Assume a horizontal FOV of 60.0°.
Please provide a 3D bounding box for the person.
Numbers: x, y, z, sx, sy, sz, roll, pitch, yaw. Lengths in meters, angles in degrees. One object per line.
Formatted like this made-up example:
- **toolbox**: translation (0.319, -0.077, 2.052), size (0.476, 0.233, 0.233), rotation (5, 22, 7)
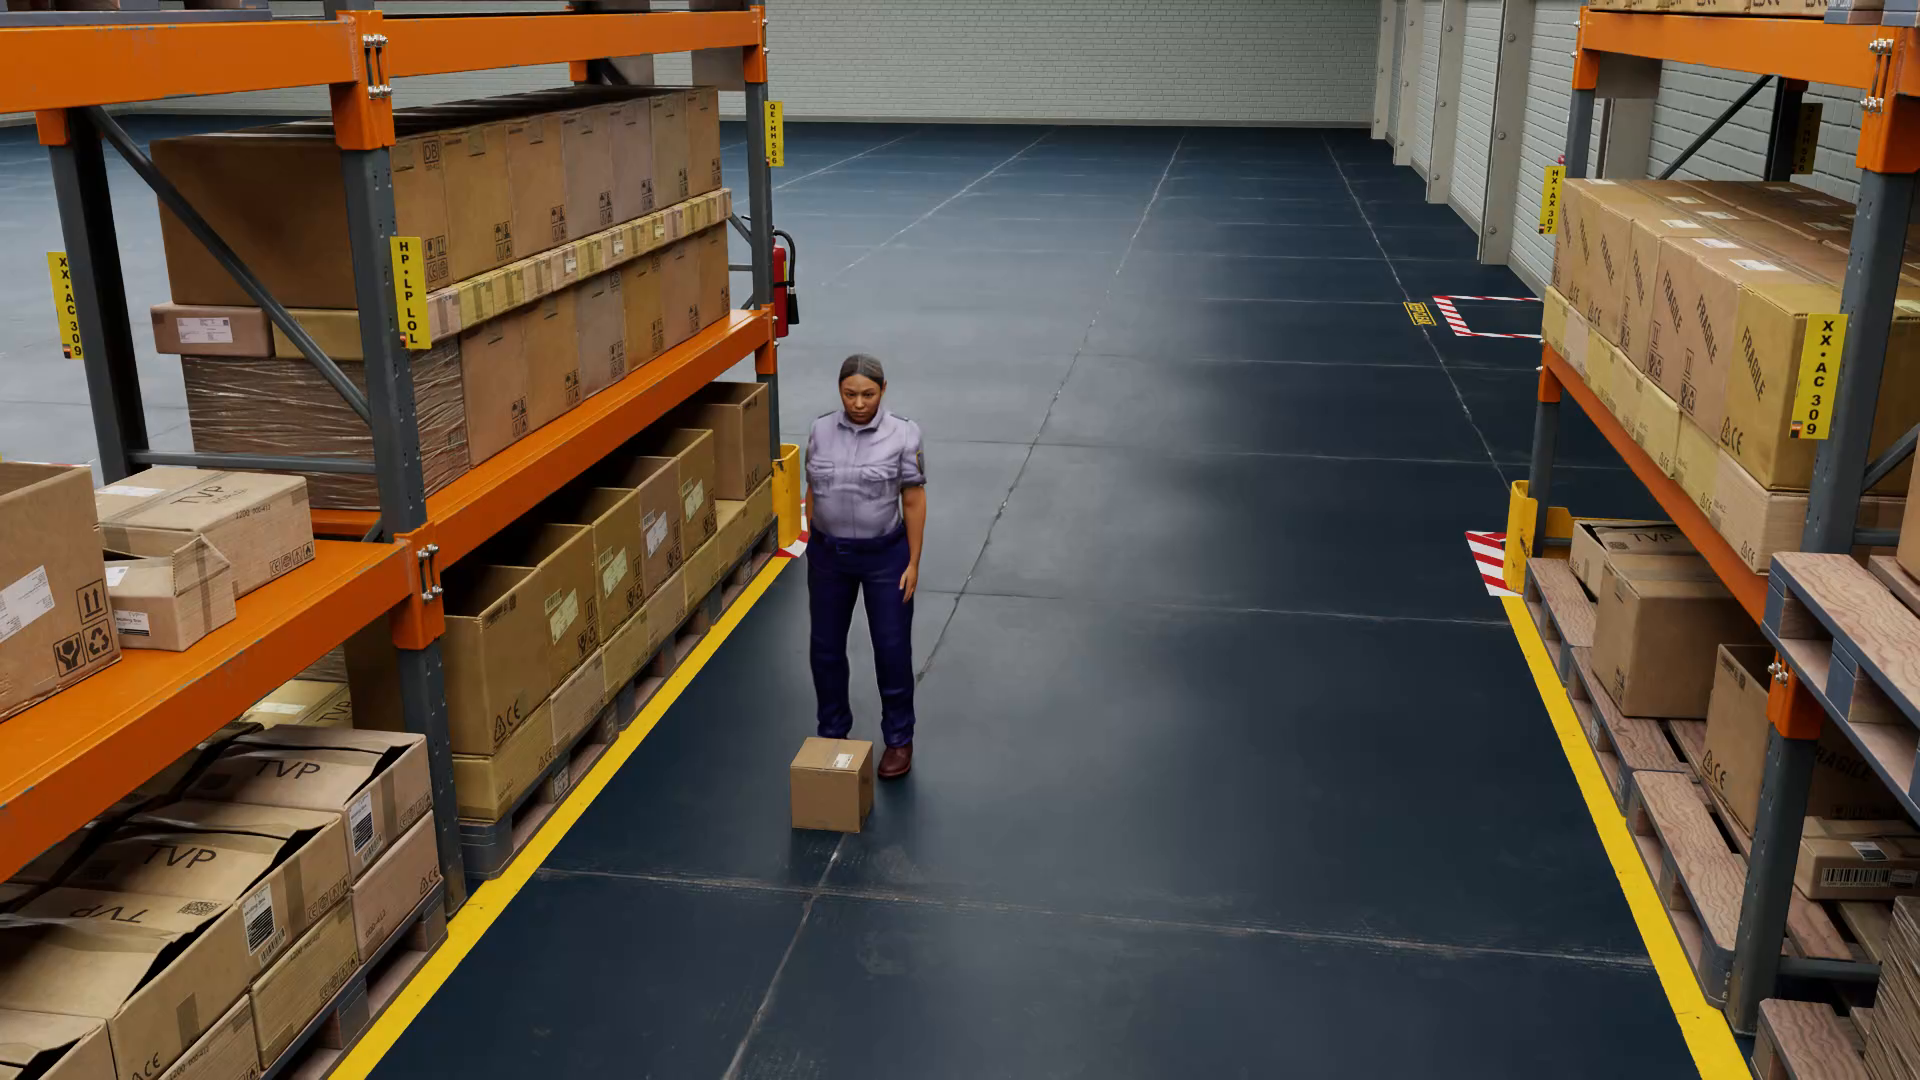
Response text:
- **person**: translation (-0.360, 0.094, 6.311), size (0.472, 1.641, 0.341), rotation (3, 18, 10)
